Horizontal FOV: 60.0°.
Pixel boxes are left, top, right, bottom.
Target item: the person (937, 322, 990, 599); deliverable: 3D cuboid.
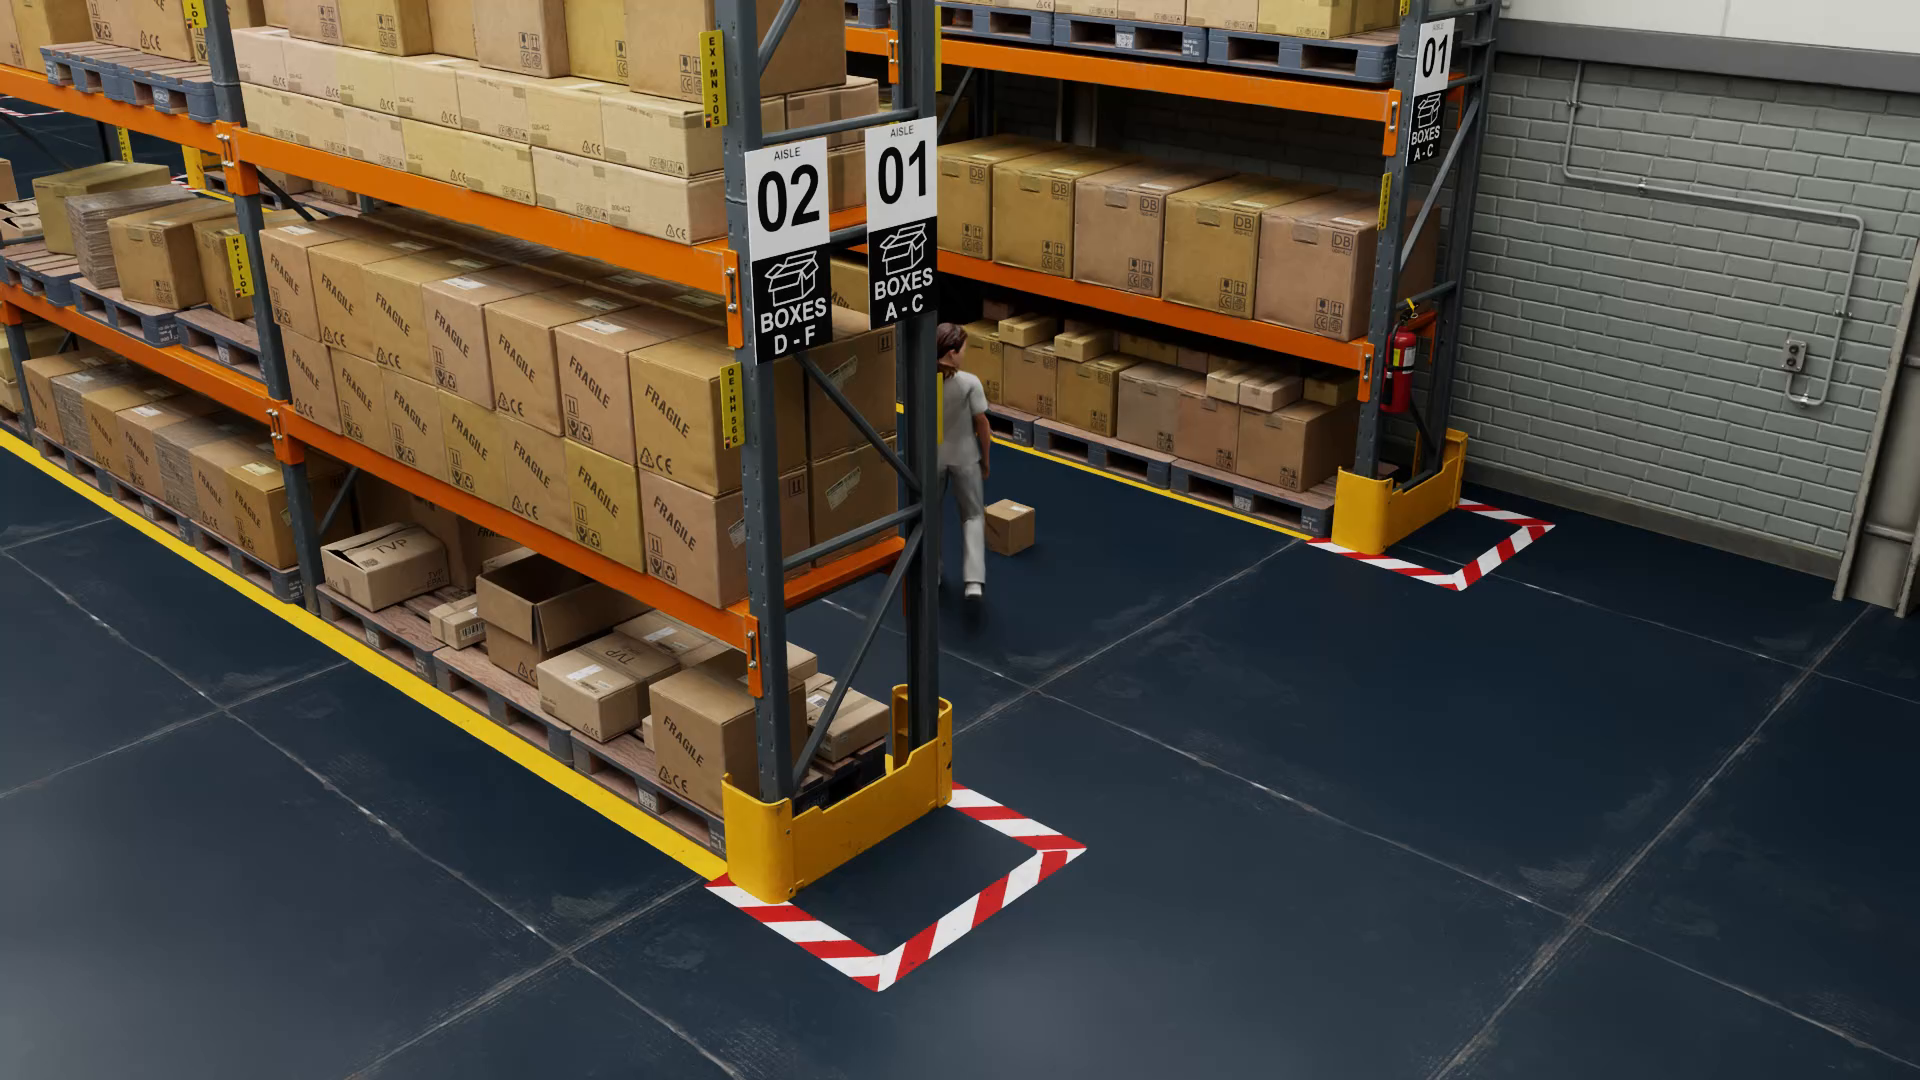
[{"bbox_3d":[-0.061,-0.435,9.561,0.470,1.655,0.804,1,24,2],"label":"person"}]
